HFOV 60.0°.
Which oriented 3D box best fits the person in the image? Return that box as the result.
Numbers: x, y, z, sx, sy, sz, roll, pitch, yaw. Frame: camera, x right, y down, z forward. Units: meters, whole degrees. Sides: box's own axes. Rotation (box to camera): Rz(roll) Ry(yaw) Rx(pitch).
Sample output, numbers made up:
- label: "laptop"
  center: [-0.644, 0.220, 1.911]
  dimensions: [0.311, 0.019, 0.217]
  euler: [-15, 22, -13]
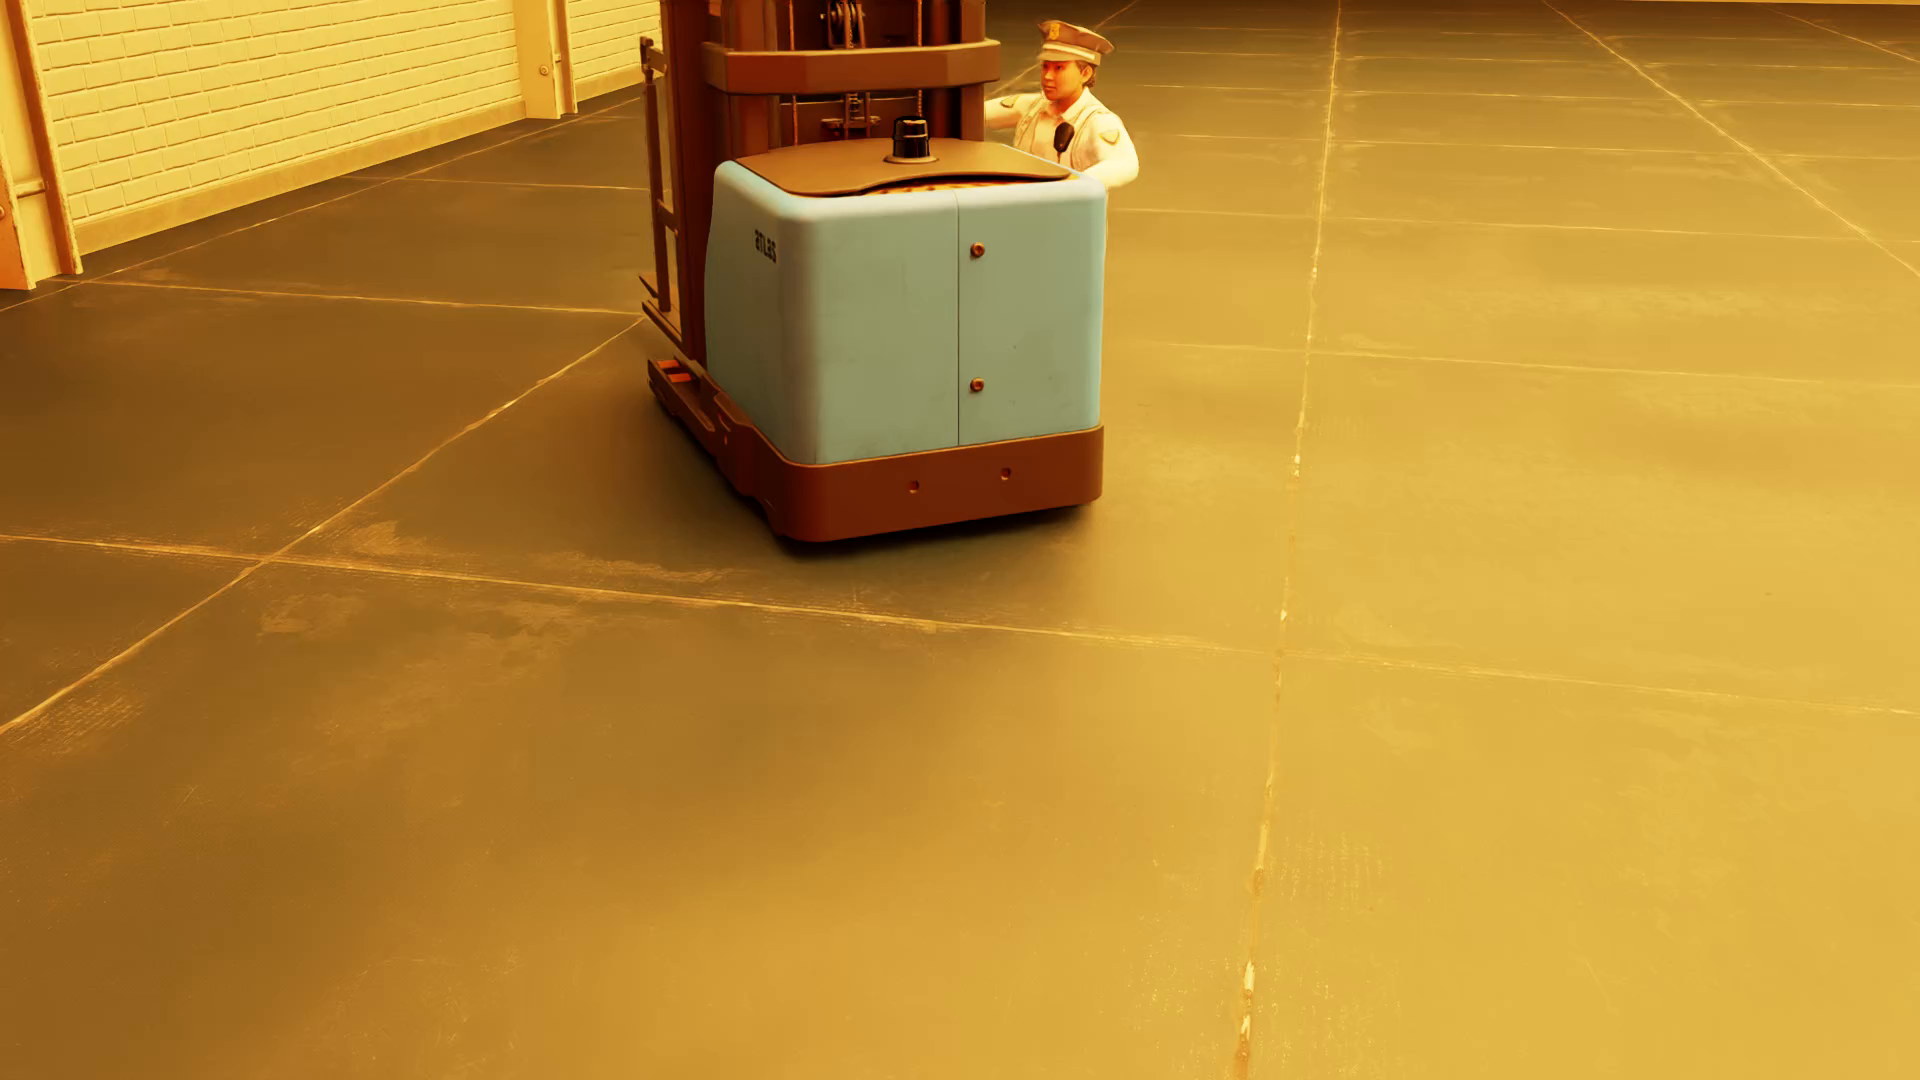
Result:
- label: "person"
  center: [0.144, -1.031, 5.741]
  dimensions: [0.969, 1.452, 0.796]
  euler: [19, 29, 38]

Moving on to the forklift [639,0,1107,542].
- label: "forklift"
  center: [-0.566, -1.876, 5.867]
  dimensions: [1.130, 2.935, 3.031]
  euler: [-9, 24, -20]
